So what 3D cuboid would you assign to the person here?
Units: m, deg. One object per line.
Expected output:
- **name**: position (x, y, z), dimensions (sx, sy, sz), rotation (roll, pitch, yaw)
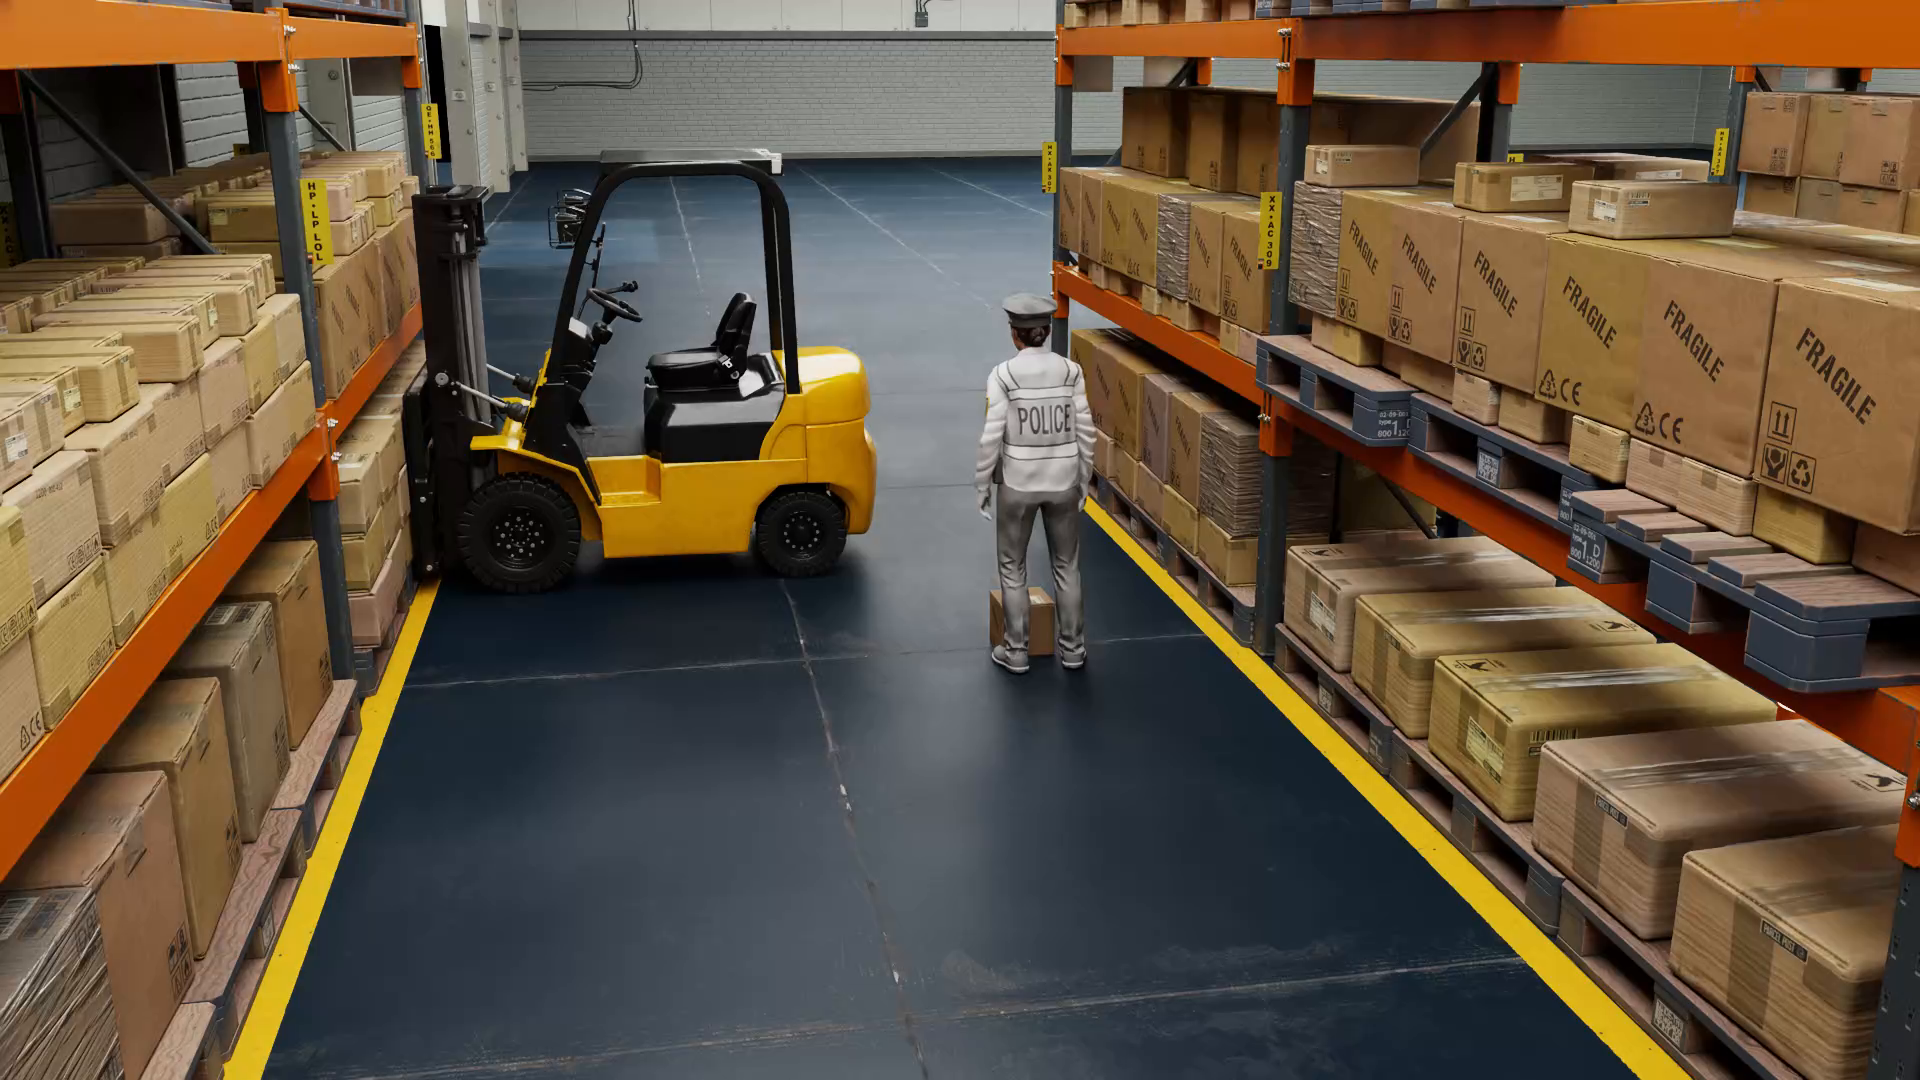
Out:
- **person**: position (0.331, -0.231, 7.305), dimensions (0.547, 1.667, 0.368), rotation (-4, 17, -13)
